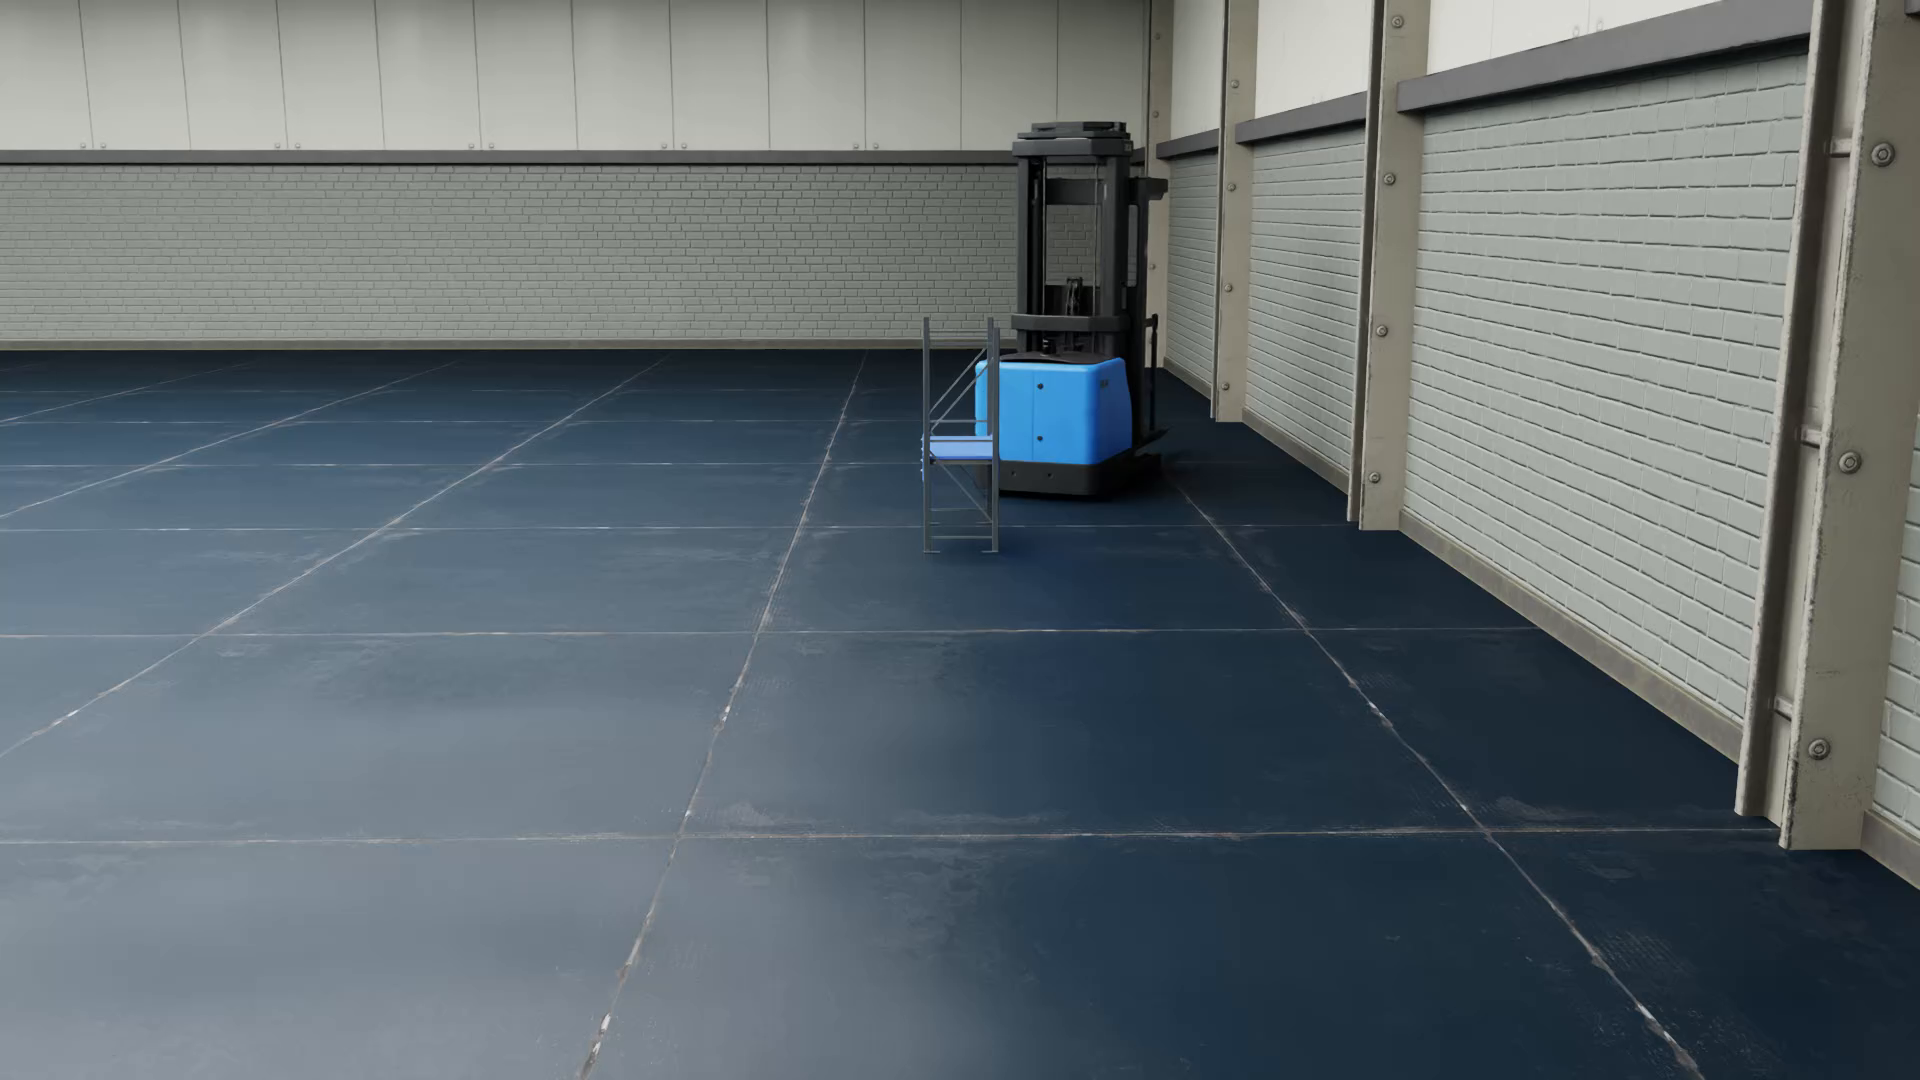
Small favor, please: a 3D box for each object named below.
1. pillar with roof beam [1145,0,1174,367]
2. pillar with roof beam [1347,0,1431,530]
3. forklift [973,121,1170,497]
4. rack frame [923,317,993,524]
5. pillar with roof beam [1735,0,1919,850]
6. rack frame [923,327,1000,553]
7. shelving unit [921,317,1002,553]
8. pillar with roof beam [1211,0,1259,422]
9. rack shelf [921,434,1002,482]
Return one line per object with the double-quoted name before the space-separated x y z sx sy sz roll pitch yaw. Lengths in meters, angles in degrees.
"pillar with roof beam" -1.533 -6.888 22.880 9.100 9.000 0.400 0 11 -1
"pillar with roof beam" -1.285 -4.503 11.122 9.100 9.000 0.400 0 11 -1
"forklift" 1.114 -2.023 14.161 1.130 2.935 3.031 4 12 21
"rack frame" -0.012 -0.853 11.992 0.500 1.500 0.032 0 11 -1
"pillar with roof beam" -1.161 -3.310 5.243 9.100 9.000 0.400 0 11 -1
"rack frame" 0.009 -0.651 10.995 0.500 1.500 0.032 0 11 -1
"shelving unit" -0.002 -0.752 11.494 0.538 1.500 1.048 0 11 -1
"pillar with roof beam" -1.409 -5.696 17.001 9.100 9.000 0.400 0 11 -1
"rack shelf" -0.002 -0.576 11.529 0.538 0.185 1.000 0 11 -1
